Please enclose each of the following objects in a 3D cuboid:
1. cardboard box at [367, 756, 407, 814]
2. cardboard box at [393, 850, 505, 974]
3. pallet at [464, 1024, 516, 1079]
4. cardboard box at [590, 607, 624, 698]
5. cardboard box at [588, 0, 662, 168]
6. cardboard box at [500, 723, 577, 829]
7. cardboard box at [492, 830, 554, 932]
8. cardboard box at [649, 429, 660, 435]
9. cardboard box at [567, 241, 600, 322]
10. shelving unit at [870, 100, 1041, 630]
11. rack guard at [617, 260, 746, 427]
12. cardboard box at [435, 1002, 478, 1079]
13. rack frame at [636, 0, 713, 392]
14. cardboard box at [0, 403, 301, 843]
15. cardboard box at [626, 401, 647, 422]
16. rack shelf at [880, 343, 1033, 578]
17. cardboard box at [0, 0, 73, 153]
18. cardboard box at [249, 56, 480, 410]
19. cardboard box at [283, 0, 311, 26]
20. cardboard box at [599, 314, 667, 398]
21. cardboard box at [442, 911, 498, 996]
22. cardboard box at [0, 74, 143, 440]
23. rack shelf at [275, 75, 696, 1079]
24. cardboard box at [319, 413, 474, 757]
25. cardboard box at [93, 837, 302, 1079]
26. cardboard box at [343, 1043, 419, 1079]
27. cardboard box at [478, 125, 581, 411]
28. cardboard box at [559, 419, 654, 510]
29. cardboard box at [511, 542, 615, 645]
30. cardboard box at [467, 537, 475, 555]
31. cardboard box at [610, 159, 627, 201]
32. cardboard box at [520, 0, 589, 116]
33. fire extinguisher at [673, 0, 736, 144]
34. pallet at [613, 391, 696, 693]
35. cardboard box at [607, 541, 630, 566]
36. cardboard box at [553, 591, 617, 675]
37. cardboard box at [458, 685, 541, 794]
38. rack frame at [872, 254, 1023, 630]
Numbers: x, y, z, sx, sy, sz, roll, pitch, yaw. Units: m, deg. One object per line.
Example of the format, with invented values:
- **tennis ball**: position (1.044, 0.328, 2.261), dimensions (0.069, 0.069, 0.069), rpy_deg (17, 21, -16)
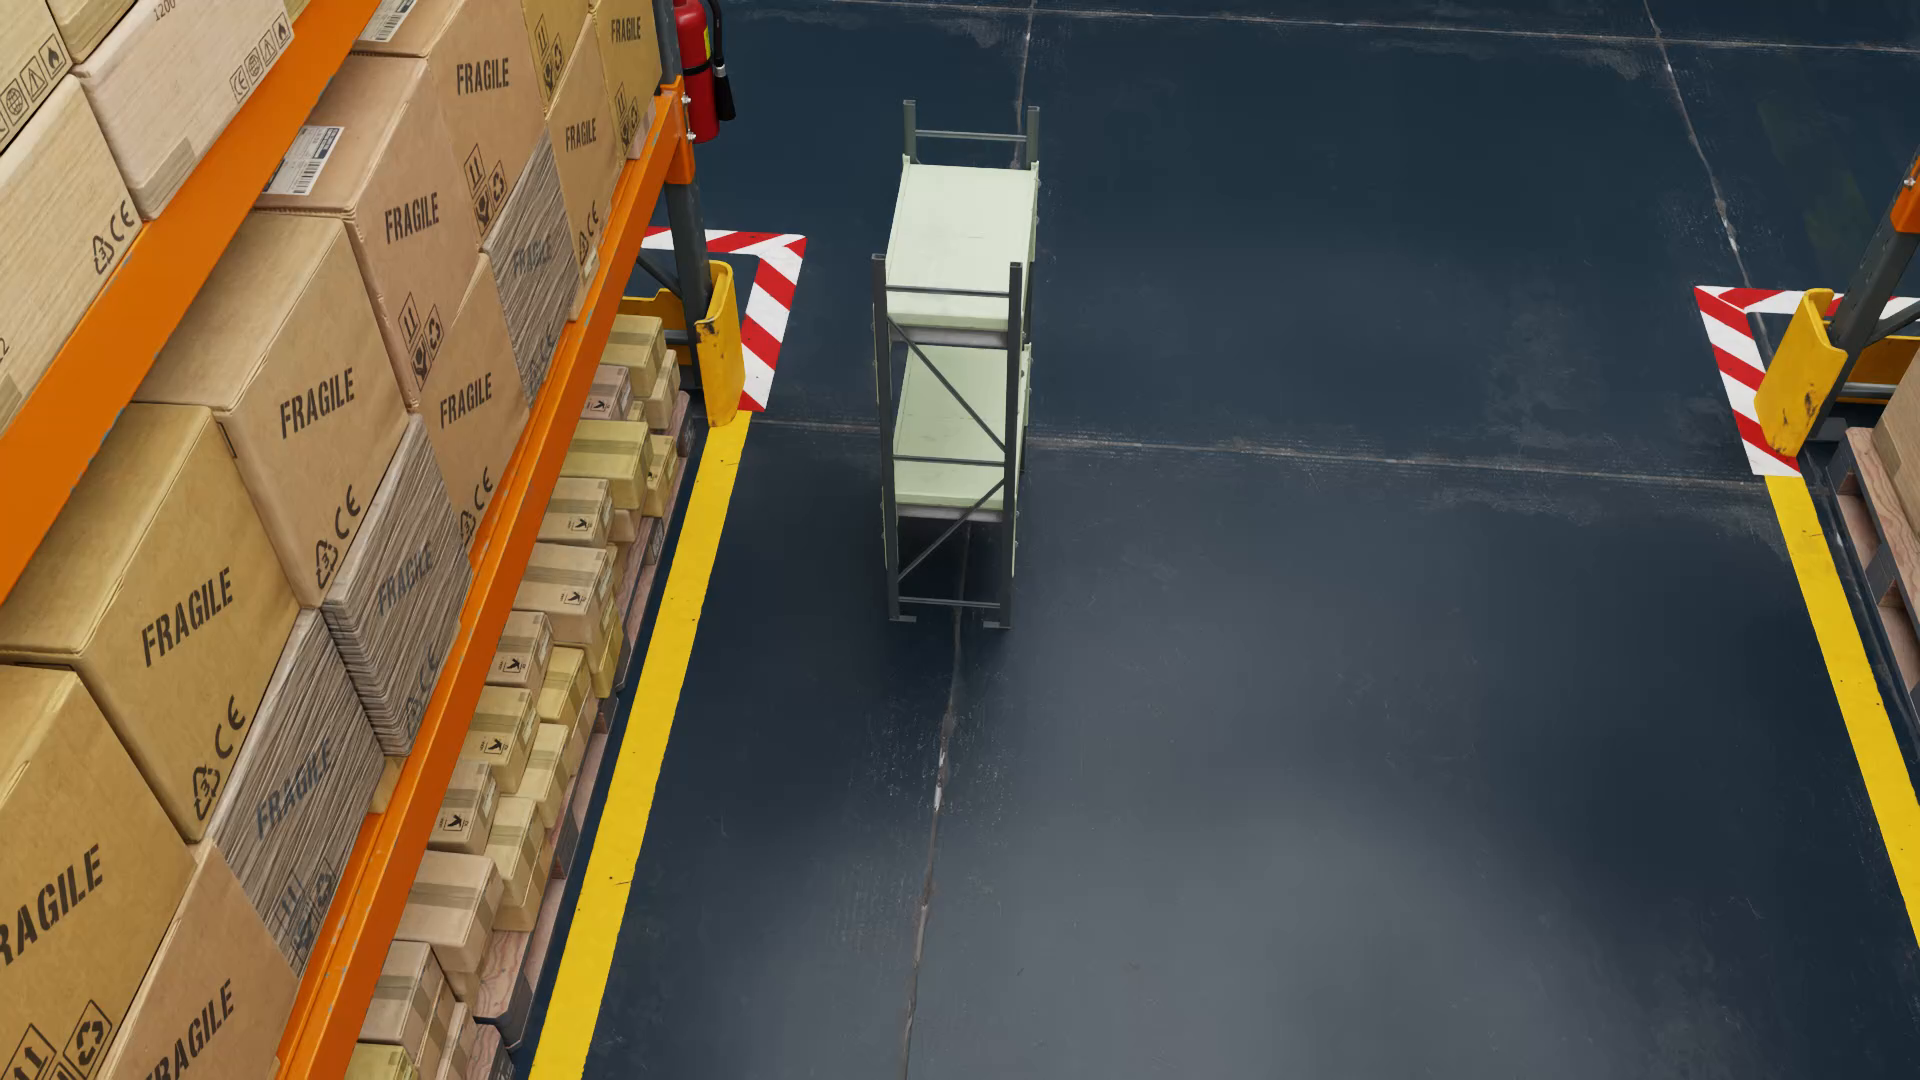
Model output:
- **cardboard box**: position (-1.373, 0.418, 3.505), dimensions (0.380, 0.149, 0.250), rpy_deg (5, 48, 4)
- **cardboard box**: position (-1.363, 0.912, 4.128), dimensions (0.380, 0.149, 0.250), rpy_deg (5, 48, 4)
- **pallet**: position (-1.739, 1.739, 4.017), dimensions (1.003, 0.211, 1.213), rpy_deg (4, 48, 4)
- **cardboard box**: position (-1.243, 0.334, 5.060), dimensions (0.380, 0.149, 0.250), rpy_deg (2, 48, 2)
- **cardboard box**: position (-1.185, -1.432, 4.758), dimensions (0.500, 0.500, 0.500), rpy_deg (5, 48, 4)
- **cardboard box**: position (-1.283, 0.636, 4.581), dimensions (0.380, 0.149, 0.250), rpy_deg (4, 48, 4)
- **cardboard box**: position (-1.334, 0.912, 4.531), dimensions (0.380, 0.149, 0.250), rpy_deg (3, 48, 2)
- **cardboard box**: position (-1.241, -0.425, 5.753), dimensions (0.380, 0.149, 0.250), rpy_deg (5, 48, 4)
- **cardboard box**: position (-1.216, -0.748, 4.571), dimensions (0.380, 0.149, 0.250), rpy_deg (5, 48, 5)
- **shelving unit**: position (-0.001, -0.501, 5.192), dimensions (0.431, 1.500, 0.755), rpy_deg (4, 48, 4)
- **rack guard**: position (-1.407, -0.746, 6.094), dimensions (1.175, 0.500, 0.348), rpy_deg (4, 48, 4)
- **cardboard box**: position (-1.443, 1.296, 4.179), dimensions (0.380, 0.149, 0.250), rpy_deg (3, 48, 3)
- **rack frame**: position (-1.400, -1.646, 5.222), dimensions (1.000, 3.000, 0.127), rpy_deg (4, 48, 4)
- **cardboard box**: position (-1.449, 0.125, 2.656), dimensions (0.500, 0.500, 0.500), rpy_deg (3, 48, 2)
- **cardboard box**: position (-1.242, -0.330, 5.465), dimensions (0.380, 0.149, 0.250), rpy_deg (3, 48, 3)
- **rack shelf**: position (-0.001, -0.281, 5.433), dimensions (0.431, 0.370, 0.720), rpy_deg (4, 48, 4)
- **cardboard box**: position (-1.432, -0.540, 1.942), dimensions (0.500, 0.250, 0.500), rpy_deg (4, 48, 3)
- **cardboard box**: position (-1.324, -0.620, 3.338), dimensions (0.500, 0.500, 0.500), rpy_deg (2, 48, 2)
- **cardboard box**: position (-1.305, -1.124, 2.815), dimensions (0.500, 0.250, 0.500), rpy_deg (6, 48, 5)
- **cardboard box**: position (-1.196, -0.620, 5.529), dimensions (0.380, 0.149, 0.250), rpy_deg (4, 48, 4)
- **cardboard box**: position (-1.417, 0.997, 4.252), dimensions (0.380, 0.149, 0.250), rpy_deg (6, 48, 5)
- **cardboard box**: position (-1.423, -0.359, 2.115), dimensions (0.500, 0.250, 0.500), rpy_deg (3, 48, 3)
- **rack shelf**: position (-1.583, 0.067, 4.144), dimensions (1.077, 0.370, 4.000), rpy_deg (4, 48, 4)
- **cardboard box**: position (-1.349, 0.081, 3.374), dimensions (0.500, 0.500, 0.500), rpy_deg (3, 48, 3)
- **cardboard box**: position (-1.469, 0.812, 2.705), dimensions (0.500, 0.500, 0.500), rpy_deg (3, 48, 3)
- **cardboard box**: position (-1.469, 1.286, 3.785), dimensions (0.380, 0.149, 0.250), rpy_deg (3, 48, 3)
- **cardboard box**: position (-1.274, -0.681, 4.071), dimensions (0.500, 0.500, 0.500), rpy_deg (4, 48, 4)
- **cardboard box**: position (-1.173, -0.240, 5.181), dimensions (0.380, 0.149, 0.250), rpy_deg (3, 48, 3)
- **cardboard box**: position (-1.229, 0.147, 4.827), dimensions (0.380, 0.149, 0.250), rpy_deg (5, 48, 5)
- **cardboard box**: position (-1.363, 0.021, 3.868), dimensions (0.380, 0.149, 0.250), rpy_deg (5, 48, 5)
- **cardboard box**: position (-1.209, -1.122, 4.914), dimensions (0.380, 0.149, 0.250), rpy_deg (4, 48, 3)
- **cardboard box**: position (-1.240, -1.392, 4.043), dimensions (0.500, 0.500, 0.500), rpy_deg (2, 48, 2)
- **fire extinguisher**: position (-0.918, -1.648, 5.530), dimensions (0.296, 0.674, 0.183), rpy_deg (4, 48, 4)
- **pallet**: position (-1.516, -0.054, 5.657), dimensions (1.003, 0.211, 1.213), rpy_deg (4, 48, 4)
- **cardboard box**: position (-1.273, -0.040, 5.402), dimensions (0.380, 0.149, 0.250), rpy_deg (4, 48, 3)
- **cardboard box**: position (-1.244, 0.245, 4.939), dimensions (0.380, 0.149, 0.250), rpy_deg (5, 48, 4)
- **cardboard box**: position (-1.359, 0.527, 4.479), dimensions (0.380, 0.149, 0.250), rpy_deg (4, 48, 4)
- **rack frame**: position (-0.034, -0.232, 4.946), dimensions (0.400, 1.500, 0.023), rpy_deg (4, 48, 4)
